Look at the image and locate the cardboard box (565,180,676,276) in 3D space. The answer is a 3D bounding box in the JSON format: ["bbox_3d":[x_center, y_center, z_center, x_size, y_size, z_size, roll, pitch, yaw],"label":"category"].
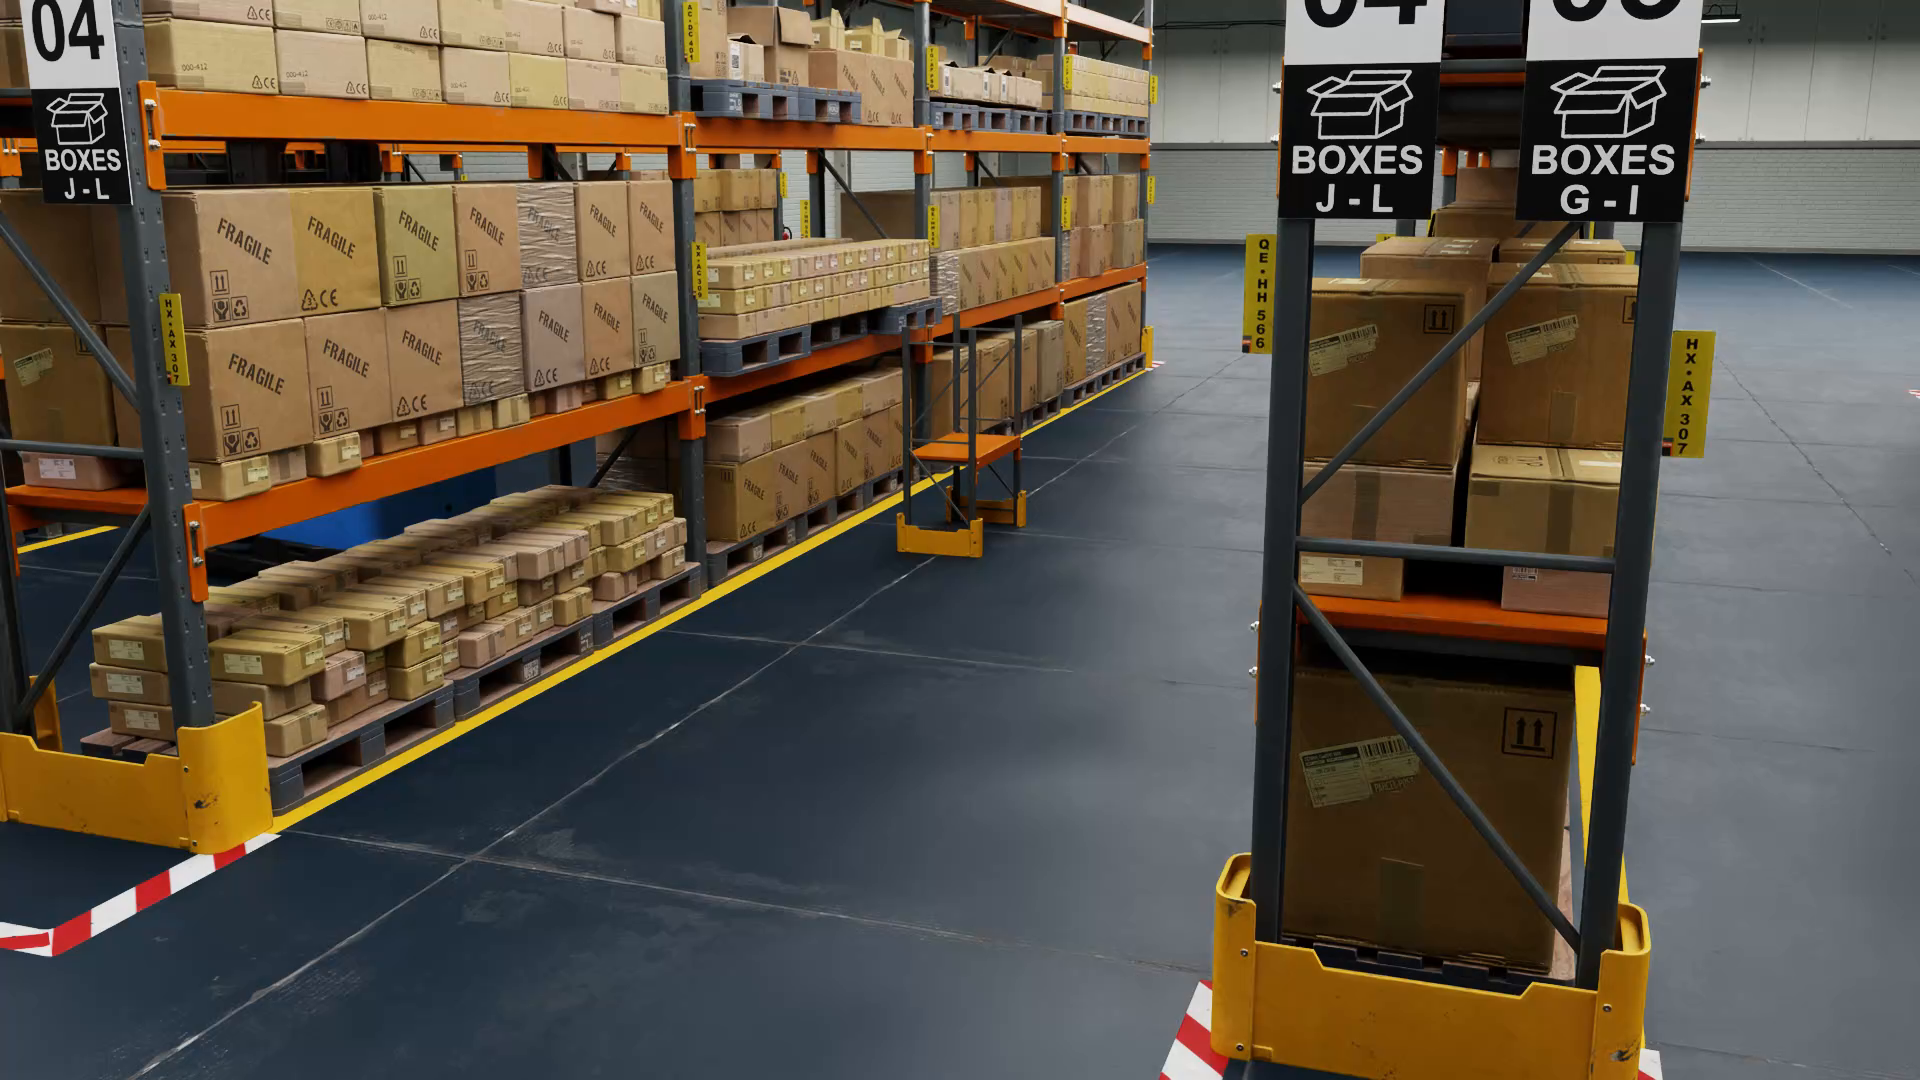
[{"bbox_3d":[-1.922,-1.736,9.215,0.500,0.500,0.500,4,13,16],"label":"cardboard box"}]

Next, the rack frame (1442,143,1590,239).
[{"bbox_3d":[3.929,-1.637,11.921,1.000,3.000,0.127,4,14,18],"label":"rack frame"}]

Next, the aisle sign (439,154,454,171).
[{"bbox_3d":[-7.258,-5.652,23.668,0.394,0.787,0.004,4,14,18],"label":"aisle sign"}]

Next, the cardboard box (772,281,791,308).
[{"bbox_3d":[-1.298,-1.560,10.533,0.380,0.149,0.250,5,14,20],"label":"cardboard box"}]

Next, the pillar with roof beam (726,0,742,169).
[{"bbox_3d":[-0.680,-9.452,32.676,9.100,9.000,0.400,4,14,18],"label":"pillar with roof beam"}]

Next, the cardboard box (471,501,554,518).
[{"bbox_3d":[-2.514,-0.110,9.357,0.380,0.149,0.250,4,14,18],"label":"cardboard box"}]

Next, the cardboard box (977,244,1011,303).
[{"bbox_3d":[0.158,-2.458,15.291,0.500,0.500,0.500,4,14,18],"label":"cardboard box"}]

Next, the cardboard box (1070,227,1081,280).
[{"bbox_3d":[0.827,-3.127,18.111,0.875,0.550,0.550,4,14,18],"label":"cardboard box"}]

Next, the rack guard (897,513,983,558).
[{"bbox_3d":[-0.136,-0.033,11.071,0.587,0.250,0.087,4,14,18],"label":"rack guard"}]

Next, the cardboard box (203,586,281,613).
[{"bbox_3d":[-3.289,0.322,7.464,0.380,0.149,0.250,4,13,17],"label":"cardboard box"}]

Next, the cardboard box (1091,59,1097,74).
[{"bbox_3d":[1.247,-5.053,17.749,0.380,0.149,0.250,4,13,17],"label":"cardboard box"}]

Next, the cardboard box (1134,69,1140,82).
[{"bbox_3d":[1.904,-5.481,19.622,0.380,0.149,0.250,5,14,19],"label":"cardboard box"}]

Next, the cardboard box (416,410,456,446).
[{"bbox_3d":[-2.553,-0.533,7.645,0.380,0.149,0.250,4,13,17],"label":"cardboard box"}]

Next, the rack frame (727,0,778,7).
[{"bbox_3d":[-2.860,-6.960,21.760,1.000,3.000,0.127,4,14,18],"label":"rack frame"}]

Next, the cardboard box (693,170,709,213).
[{"bbox_3d":[-3.432,-4.161,19.838,0.700,0.500,0.500,4,13,17],"label":"cardboard box"}]

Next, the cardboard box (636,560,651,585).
[{"bbox_3d":[-1.994,0.167,9.477,0.380,0.149,0.250,5,14,20],"label":"cardboard box"}]

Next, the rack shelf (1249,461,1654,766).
[{"bbox_3d":[1.987,-0.023,6.466,1.077,0.370,4.000,4,14,18],"label":"rack shelf"}]

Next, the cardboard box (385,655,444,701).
[{"bbox_3d":[-2.580,0.607,7.552,0.380,0.149,0.250,5,14,19],"label":"cardboard box"}]

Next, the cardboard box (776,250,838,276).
[{"bbox_3d":[-1.046,-1.868,11.215,0.380,0.149,0.250,5,14,20],"label":"cardboard box"}]

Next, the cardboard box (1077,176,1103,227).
[{"bbox_3d":[1.087,-3.761,18.460,0.875,0.550,0.550,4,14,18],"label":"cardboard box"}]

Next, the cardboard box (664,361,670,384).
[{"bbox_3d":[-1.897,-0.974,9.580,0.380,0.149,0.250,4,14,18],"label":"cardboard box"}]

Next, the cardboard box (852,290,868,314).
[{"bbox_3d":[-0.876,-1.691,11.779,0.380,0.149,0.250,5,14,20],"label":"cardboard box"}]

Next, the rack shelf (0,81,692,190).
[{"bbox_3d":[-2.673,-1.864,7.790,1.077,0.370,4.000,4,14,18],"label":"rack shelf"}]

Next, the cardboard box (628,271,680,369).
[{"bbox_3d":[-1.915,-1.245,9.310,0.500,0.500,0.500,4,14,18],"label":"cardboard box"}]

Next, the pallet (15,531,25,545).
[{"bbox_3d":[-7.062,0.005,10.991,1.003,0.211,1.213,4,14,18],"label":"pallet"}]

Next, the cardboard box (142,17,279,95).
[{"bbox_3d":[-2.933,-1.797,6.216,0.500,0.250,0.500,5,14,20],"label":"cardboard box"}]

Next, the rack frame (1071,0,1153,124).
[{"bbox_3d":[1.857,-6.625,20.291,1.000,3.000,0.127,4,14,18],"label":"rack frame"}]

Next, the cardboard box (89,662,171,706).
[{"bbox_3d":[-3.419,0.577,7.013,0.380,0.149,0.250,4,13,17],"label":"cardboard box"}]

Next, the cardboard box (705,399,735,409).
[{"bbox_3d":[-1.845,-0.808,11.274,0.500,0.250,0.500,5,14,21],"label":"cardboard box"}]

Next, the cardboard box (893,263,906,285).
[{"bbox_3d":[-0.628,-1.994,12.437,0.380,0.149,0.250,5,14,20],"label":"cardboard box"}]

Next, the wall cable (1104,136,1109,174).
[{"bbox_3d":[3.275,-12.563,53.285,3.097,2.526,0.112,4,14,18],"label":"wall cable"}]

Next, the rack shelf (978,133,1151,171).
[{"bbox_3d":[1.210,-4.391,18.860,1.077,0.370,4.000,4,14,18],"label":"rack shelf"}]

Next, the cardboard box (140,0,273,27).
[{"bbox_3d":[-2.929,-2.040,6.159,0.500,0.250,0.500,5,14,19],"label":"cardboard box"}]

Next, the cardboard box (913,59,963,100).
[{"bbox_3d":[-0.289,-3.825,13.796,0.500,0.311,0.500,4,14,18],"label":"cardboard box"}]

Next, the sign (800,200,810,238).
[{"bbox_3d":[-1.258,-2.620,13.622,0.100,0.325,0.005,4,14,18],"label":"sign"}]

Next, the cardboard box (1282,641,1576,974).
[{"bbox_3d":[1.472,0.738,5.347,0.875,0.875,0.875,4,14,18],"label":"cardboard box"}]

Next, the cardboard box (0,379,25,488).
[{"bbox_3d":[-6.617,-0.814,12.144,0.875,0.875,0.875,5,14,20],"label":"cardboard box"}]

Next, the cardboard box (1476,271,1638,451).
[{"bbox_3d":[1.913,-0.577,5.260,0.500,0.500,0.500,4,13,17],"label":"cardboard box"}]

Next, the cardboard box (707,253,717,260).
[{"bbox_3d":[-1.824,-1.811,10.964,0.380,0.149,0.250,4,14,18],"label":"cardboard box"}]

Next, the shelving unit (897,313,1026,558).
[{"bbox_3d":[0.025,-0.747,11.391,0.587,1.500,1.083,4,14,18],"label":"shelving unit"}]

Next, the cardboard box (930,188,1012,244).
[{"bbox_3d":[0.079,-3.074,15.746,0.700,0.500,0.500,4,14,19],"label":"cardboard box"}]

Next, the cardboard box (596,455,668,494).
[{"bbox_3d":[-2.025,-0.334,10.883,0.500,0.500,0.500,4,13,17],"label":"cardboard box"}]

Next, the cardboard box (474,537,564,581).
[{"bbox_3d":[-2.247,0.095,8.457,0.380,0.149,0.250,4,13,16],"label":"cardboard box"}]

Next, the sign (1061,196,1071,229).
[{"bbox_3d":[1.079,-3.347,16.987,0.100,0.325,0.005,4,14,18],"label":"sign"}]

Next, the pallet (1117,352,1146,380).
[{"bbox_3d":[1.672,-2.167,20.507,1.003,0.211,1.213,4,14,18],"label":"pallet"}]

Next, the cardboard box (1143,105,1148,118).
[{"bbox_3d":[2.070,-5.199,20.182,0.380,0.149,0.250,4,14,18],"label":"cardboard box"}]

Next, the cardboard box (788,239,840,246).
[{"bbox_3d":[-1.149,-2.248,12.880,0.380,0.149,0.250,4,13,17],"label":"cardboard box"}]

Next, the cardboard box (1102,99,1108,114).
[{"bbox_3d":[1.412,-4.772,18.309,0.380,0.149,0.250,4,14,18],"label":"cardboard box"}]

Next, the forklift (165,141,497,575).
[{"bbox_3d":[-4.421,-1.302,10.607,3.031,2.935,1.130,8,15,31],"label":"forklift"}]

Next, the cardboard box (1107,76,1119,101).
[{"bbox_3d":[1.473,-5.048,18.622,0.500,0.250,0.500,4,14,19],"label":"cardboard box"}]

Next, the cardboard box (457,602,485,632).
[{"bbox_3d":[-2.540,0.336,8.068,0.380,0.149,0.250,5,14,21],"label":"cardboard box"}]

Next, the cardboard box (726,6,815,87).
[{"bbox_3d":[-1.402,-3.207,10.881,0.797,0.503,0.637,4,14,18],"label":"cardboard box"}]

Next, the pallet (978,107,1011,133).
[{"bbox_3d":[-0.215,-3.761,14.910,1.003,0.211,1.213,5,14,21],"label":"pallet"}]

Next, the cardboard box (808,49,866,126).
[{"bbox_3d":[-0.991,-3.177,11.702,0.500,0.500,0.500,4,14,18],"label":"cardboard box"}]

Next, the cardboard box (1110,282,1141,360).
[{"bbox_3d":[1.700,-2.722,20.502,0.875,0.875,0.875,4,14,19],"label":"cardboard box"}]

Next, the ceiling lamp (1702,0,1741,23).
[{"bbox_3d":[17.987,-14.201,40.368,2.000,3.185,0.800,4,14,18],"label":"ceiling lamp"}]
